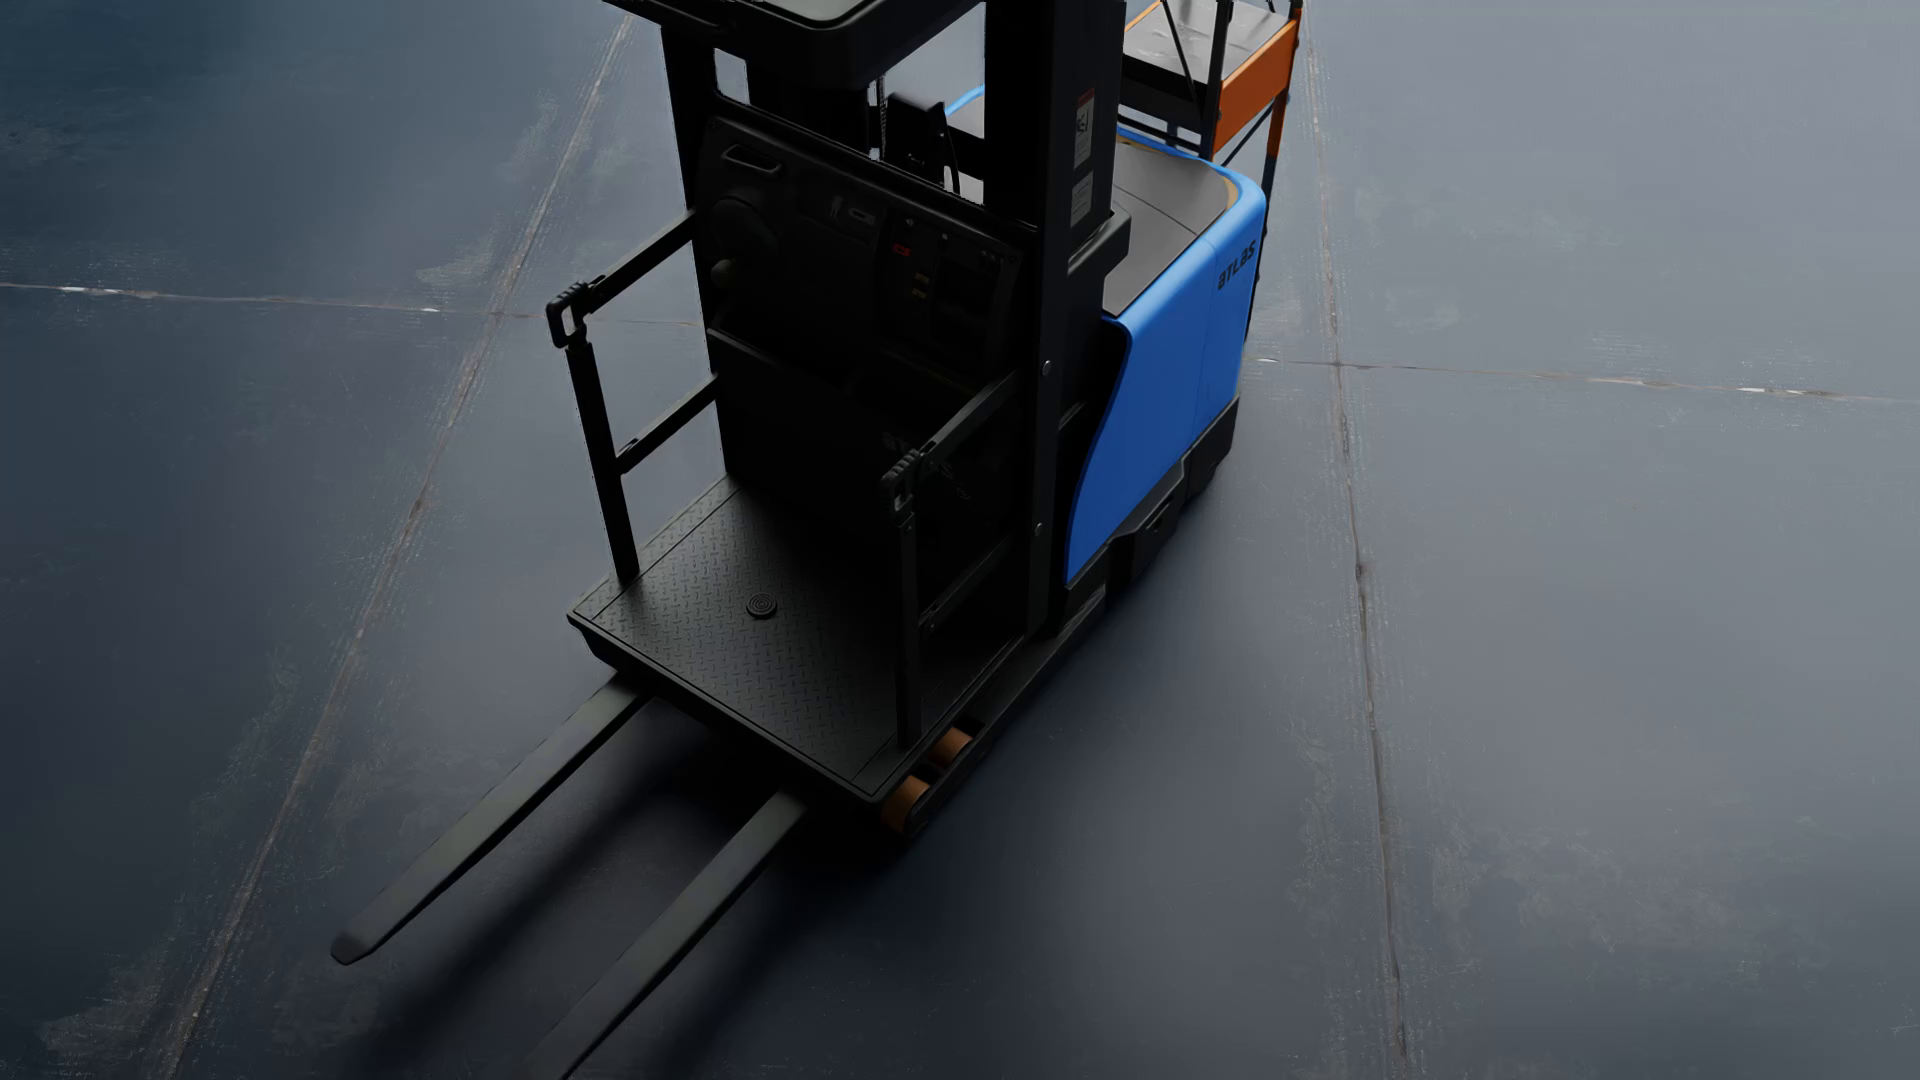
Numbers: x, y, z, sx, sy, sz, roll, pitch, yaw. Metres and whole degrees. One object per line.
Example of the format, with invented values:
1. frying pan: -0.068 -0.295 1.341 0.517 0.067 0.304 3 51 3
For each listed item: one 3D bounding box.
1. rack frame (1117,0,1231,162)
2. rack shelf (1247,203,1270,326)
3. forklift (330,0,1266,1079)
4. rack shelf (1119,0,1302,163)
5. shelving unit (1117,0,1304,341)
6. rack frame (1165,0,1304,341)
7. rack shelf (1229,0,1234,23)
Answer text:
1. rack frame: 0.568 -1.209 4.933 0.400 2.100 0.015 28 53 23
2. rack shelf: 0.710 -0.874 5.594 0.431 0.518 0.480 28 53 23
3. forklift: -0.377 -0.601 3.814 1.130 2.935 3.031 28 53 23
4. rack shelf: 0.710 -1.347 5.077 0.431 0.518 0.480 28 53 23
5. shelving unit: 0.710 -1.356 5.067 0.431 2.100 0.503 28 53 23
6. rack frame: 0.853 -1.502 5.201 0.400 2.100 0.015 28 53 23
7. rack shelf: 0.710 -1.819 4.561 0.431 0.518 0.480 28 53 23
